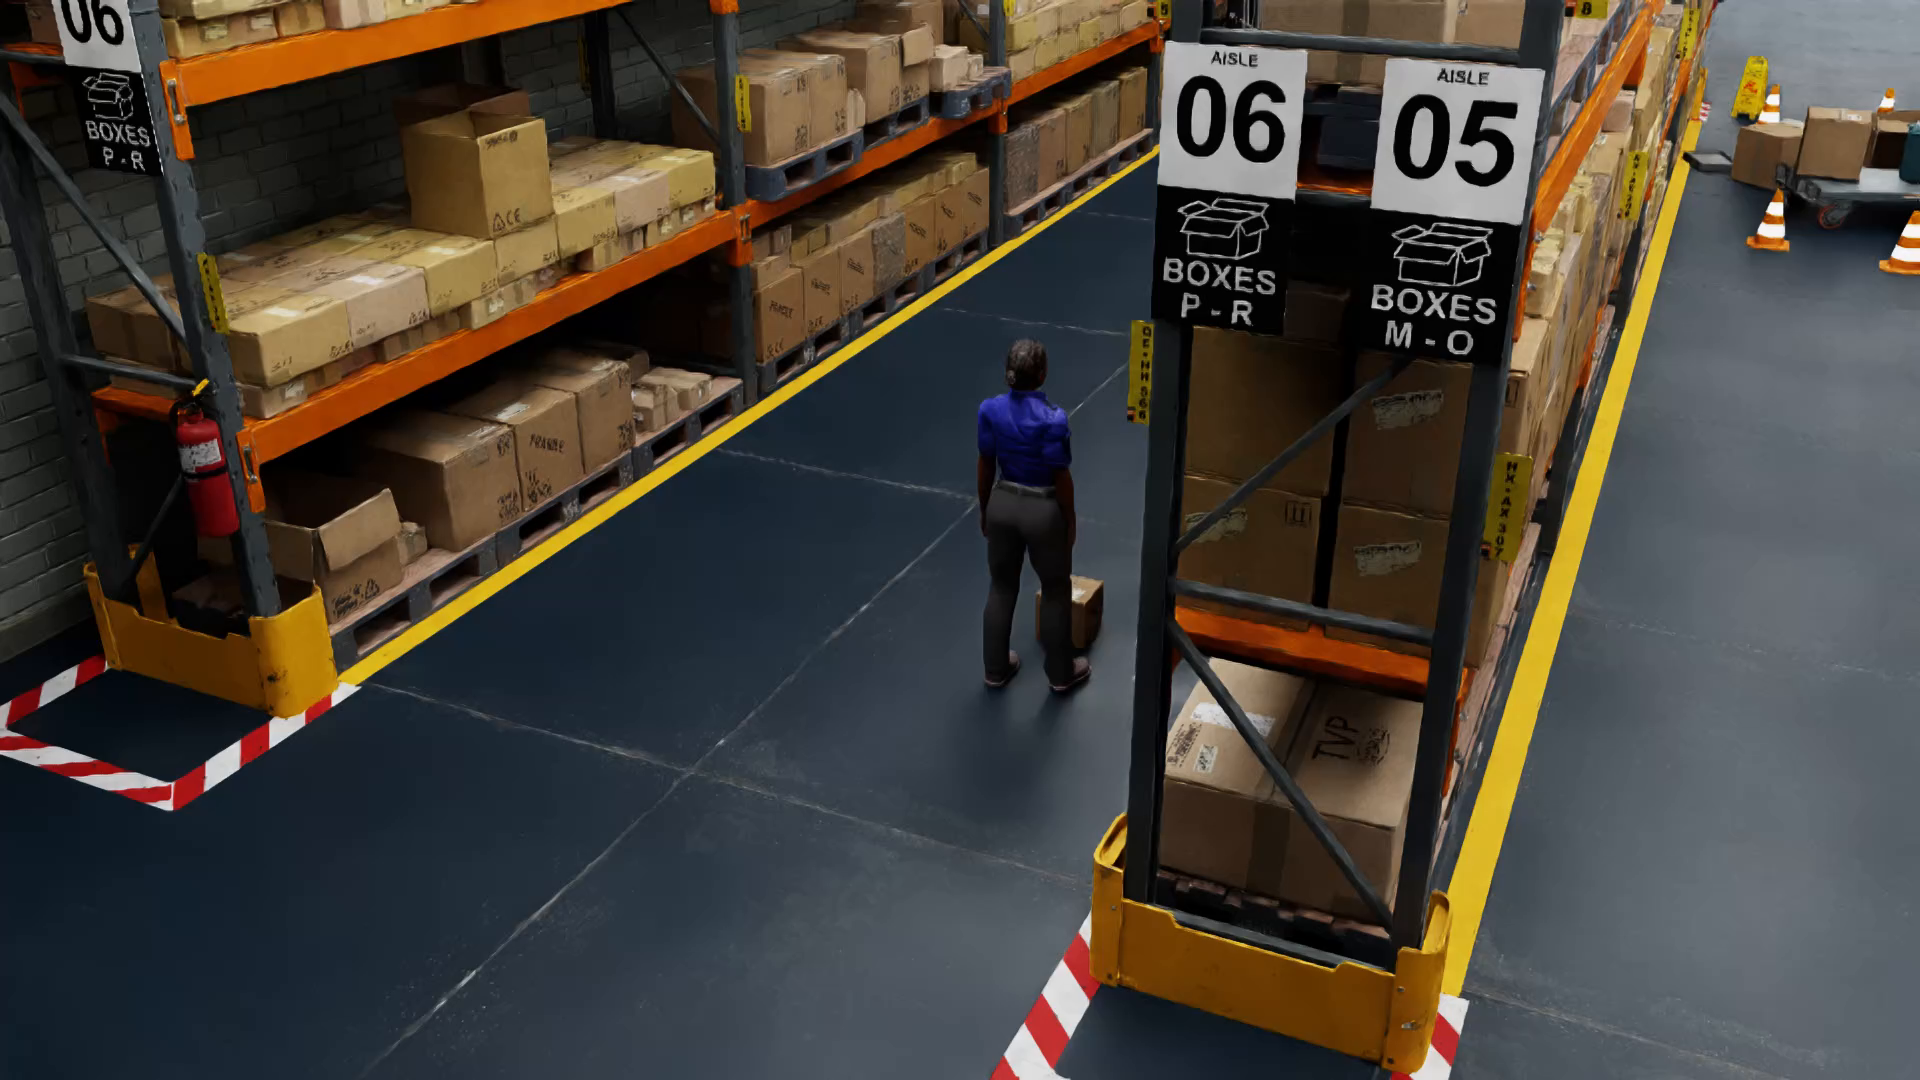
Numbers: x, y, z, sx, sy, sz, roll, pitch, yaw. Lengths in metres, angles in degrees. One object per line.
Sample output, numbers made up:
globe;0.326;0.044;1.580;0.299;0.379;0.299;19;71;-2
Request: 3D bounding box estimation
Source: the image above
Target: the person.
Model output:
person;0.326;-0.118;7.338;0.485;1.659;0.406;14;30;27
